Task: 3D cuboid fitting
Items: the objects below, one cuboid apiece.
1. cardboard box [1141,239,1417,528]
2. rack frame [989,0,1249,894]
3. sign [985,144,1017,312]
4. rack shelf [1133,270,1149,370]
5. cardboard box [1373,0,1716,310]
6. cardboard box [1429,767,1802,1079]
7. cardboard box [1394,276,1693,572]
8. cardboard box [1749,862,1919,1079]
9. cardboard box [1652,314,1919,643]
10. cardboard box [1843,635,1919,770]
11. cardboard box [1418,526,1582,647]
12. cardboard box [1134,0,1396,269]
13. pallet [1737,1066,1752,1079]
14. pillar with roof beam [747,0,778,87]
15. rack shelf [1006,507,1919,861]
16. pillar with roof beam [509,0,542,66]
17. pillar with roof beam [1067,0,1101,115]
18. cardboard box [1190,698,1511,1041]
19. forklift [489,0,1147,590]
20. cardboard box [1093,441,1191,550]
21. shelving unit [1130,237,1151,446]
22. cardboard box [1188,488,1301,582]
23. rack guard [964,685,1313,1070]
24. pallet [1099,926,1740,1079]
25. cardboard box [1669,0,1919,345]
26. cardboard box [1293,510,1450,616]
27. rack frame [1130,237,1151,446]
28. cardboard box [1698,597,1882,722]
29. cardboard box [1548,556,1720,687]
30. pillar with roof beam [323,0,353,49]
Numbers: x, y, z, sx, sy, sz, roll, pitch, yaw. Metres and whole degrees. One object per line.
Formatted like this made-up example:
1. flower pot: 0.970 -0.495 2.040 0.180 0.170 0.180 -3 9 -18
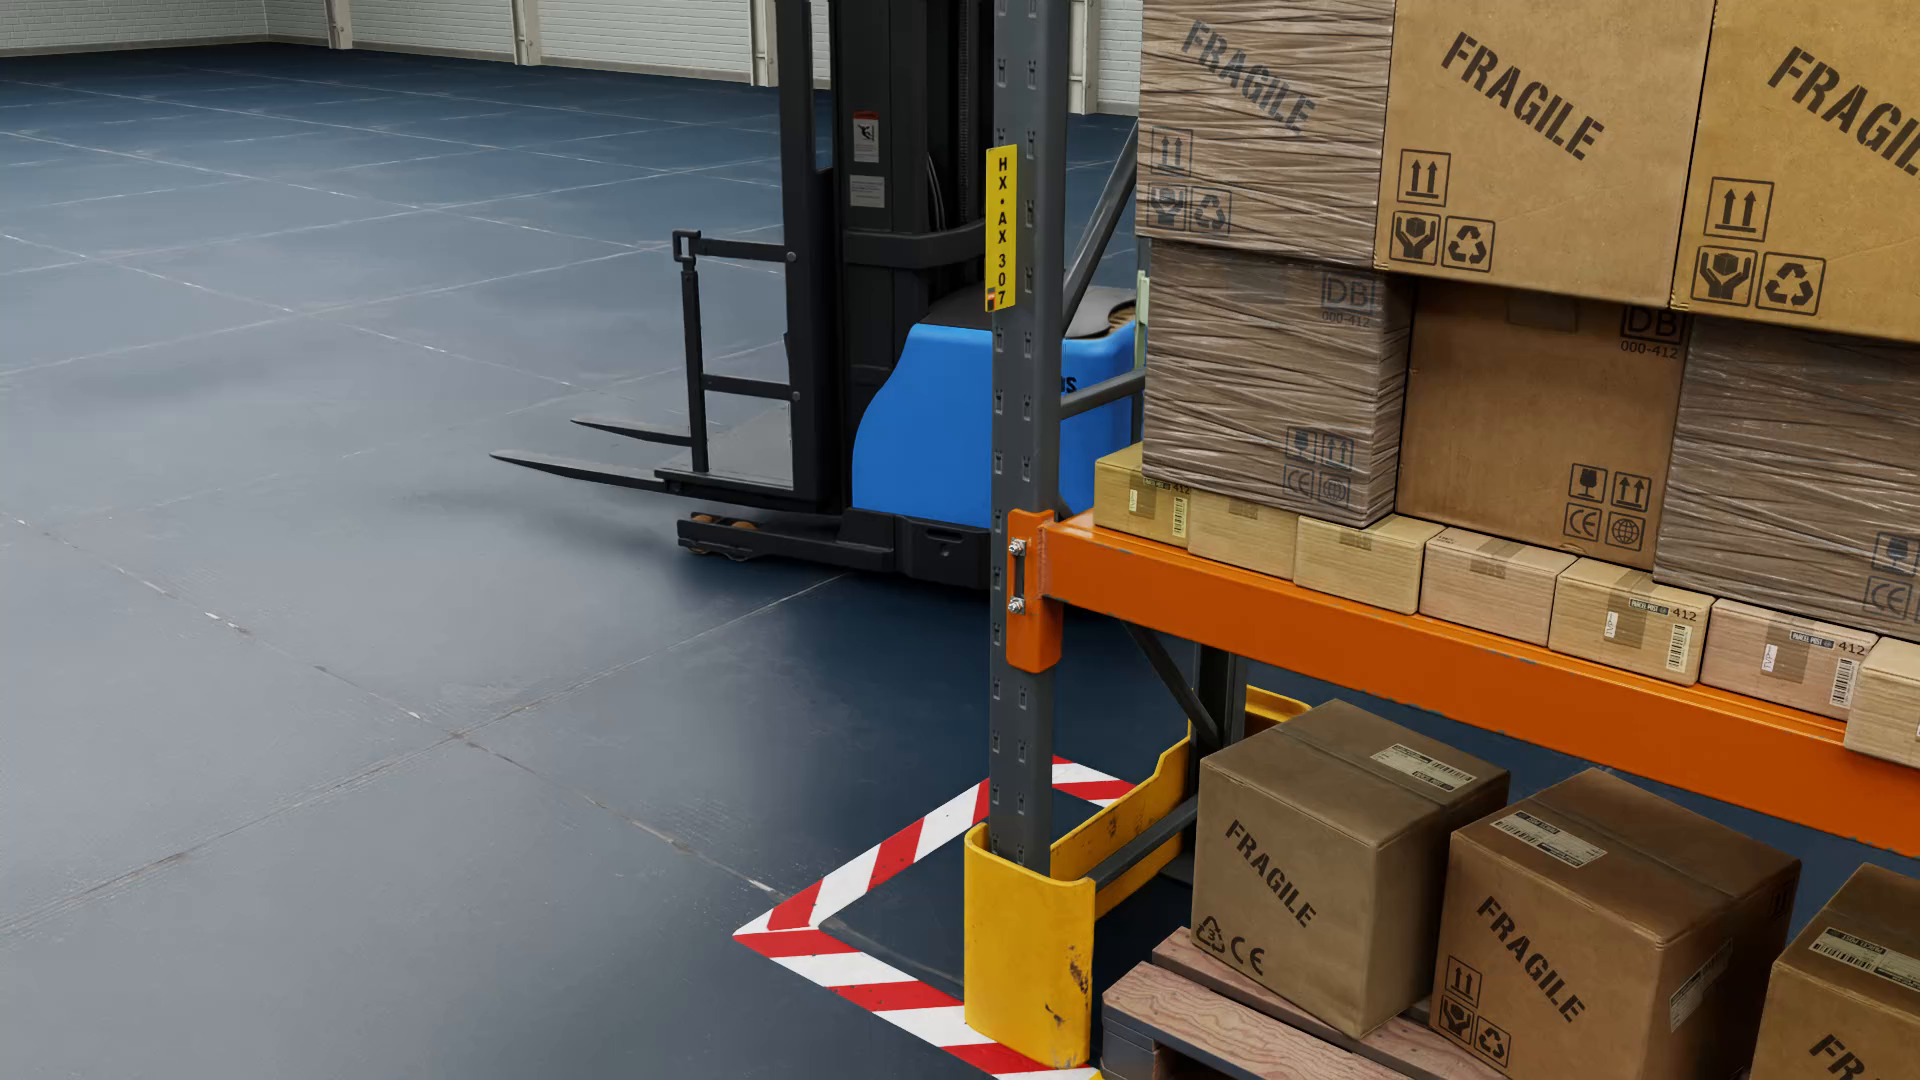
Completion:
1. cardboard box: 0.837 -0.427 3.486 0.500 0.500 0.875 16 26 36
2. rack frame: 0.428 -0.371 3.901 0.127 3.000 1.000 16 26 36
3. sign: 0.085 -0.628 3.355 0.005 0.325 0.100 16 26 36
4. rack shelf: 0.962 -0.706 5.809 0.431 0.370 0.720 -8 22 -20
5. cardboard box: 1.065 -0.714 2.831 0.500 0.500 0.500 16 26 36
6. cardboard box: 1.386 0.870 3.558 0.500 0.500 0.500 -14 25 -33
7. cardboard box: 1.300 -0.348 3.277 0.500 0.500 0.875 16 26 36
8. cardboard box: 1.859 1.015 3.173 0.500 0.500 0.500 19 28 41
9. cardboard box: 1.660 -0.225 2.950 0.500 0.500 0.875 16 26 36
10. cardboard box: 1.599 0.236 2.646 0.250 0.149 0.380 16 26 36
11. cardboard box: 1.071 0.046 3.150 0.250 0.149 0.380 16 26 36
12. cardboard box: 0.682 -0.828 3.131 0.500 0.500 0.500 16 26 36
13. pallet: 2.035 1.414 3.120 1.213 0.211 1.003 16 26 36
14. pillar with roof beam: -5.754 -10.160 21.356 0.400 9.000 9.100 16 26 36
15. rack shelf: 1.977 0.412 2.845 4.000 0.370 1.077 16 26 36
16. pillar with roof beam: -10.402 -11.498 24.906 0.400 9.000 9.100 16 26 36
17. pillar with roof beam: -1.106 -8.821 17.806 0.400 9.000 9.100 16 26 36
18. cardboard box: 0.901 0.746 3.886 0.500 0.500 0.500 -17 26 -37
19. forklift: -0.631 -1.440 6.832 3.031 2.935 1.130 9 22 23
20. cardboard box: 0.498 -0.125 3.604 0.250 0.149 0.380 16 26 36
21. shelving unit: 0.962 -0.341 5.947 0.431 1.500 0.755 -8 22 -20
22. cardboard box: 0.680 -0.064 3.442 0.250 0.149 0.380 16 26 36
23. rack guard: 0.487 0.816 4.297 0.348 0.500 1.175 16 26 36
24. pallet: 1.094 1.142 3.842 1.213 0.211 1.003 16 26 36
25. cardboard box: 1.453 -0.603 2.536 0.500 0.500 0.500 16 26 36
26. cardboard box: 0.864 -0.004 3.283 0.250 0.149 0.380 16 26 36
27. rack frame: 0.829 -0.461 6.266 0.400 1.500 0.023 -8 22 -20
28. cardboard box: 1.471 0.152 2.869 0.250 0.149 0.380 16 26 36
29. cardboard box: 1.260 0.104 2.997 0.250 0.149 0.380 16 26 36
30. pillar with roof beam: -15.051 -12.837 28.455 0.400 9.000 9.100 16 26 36
